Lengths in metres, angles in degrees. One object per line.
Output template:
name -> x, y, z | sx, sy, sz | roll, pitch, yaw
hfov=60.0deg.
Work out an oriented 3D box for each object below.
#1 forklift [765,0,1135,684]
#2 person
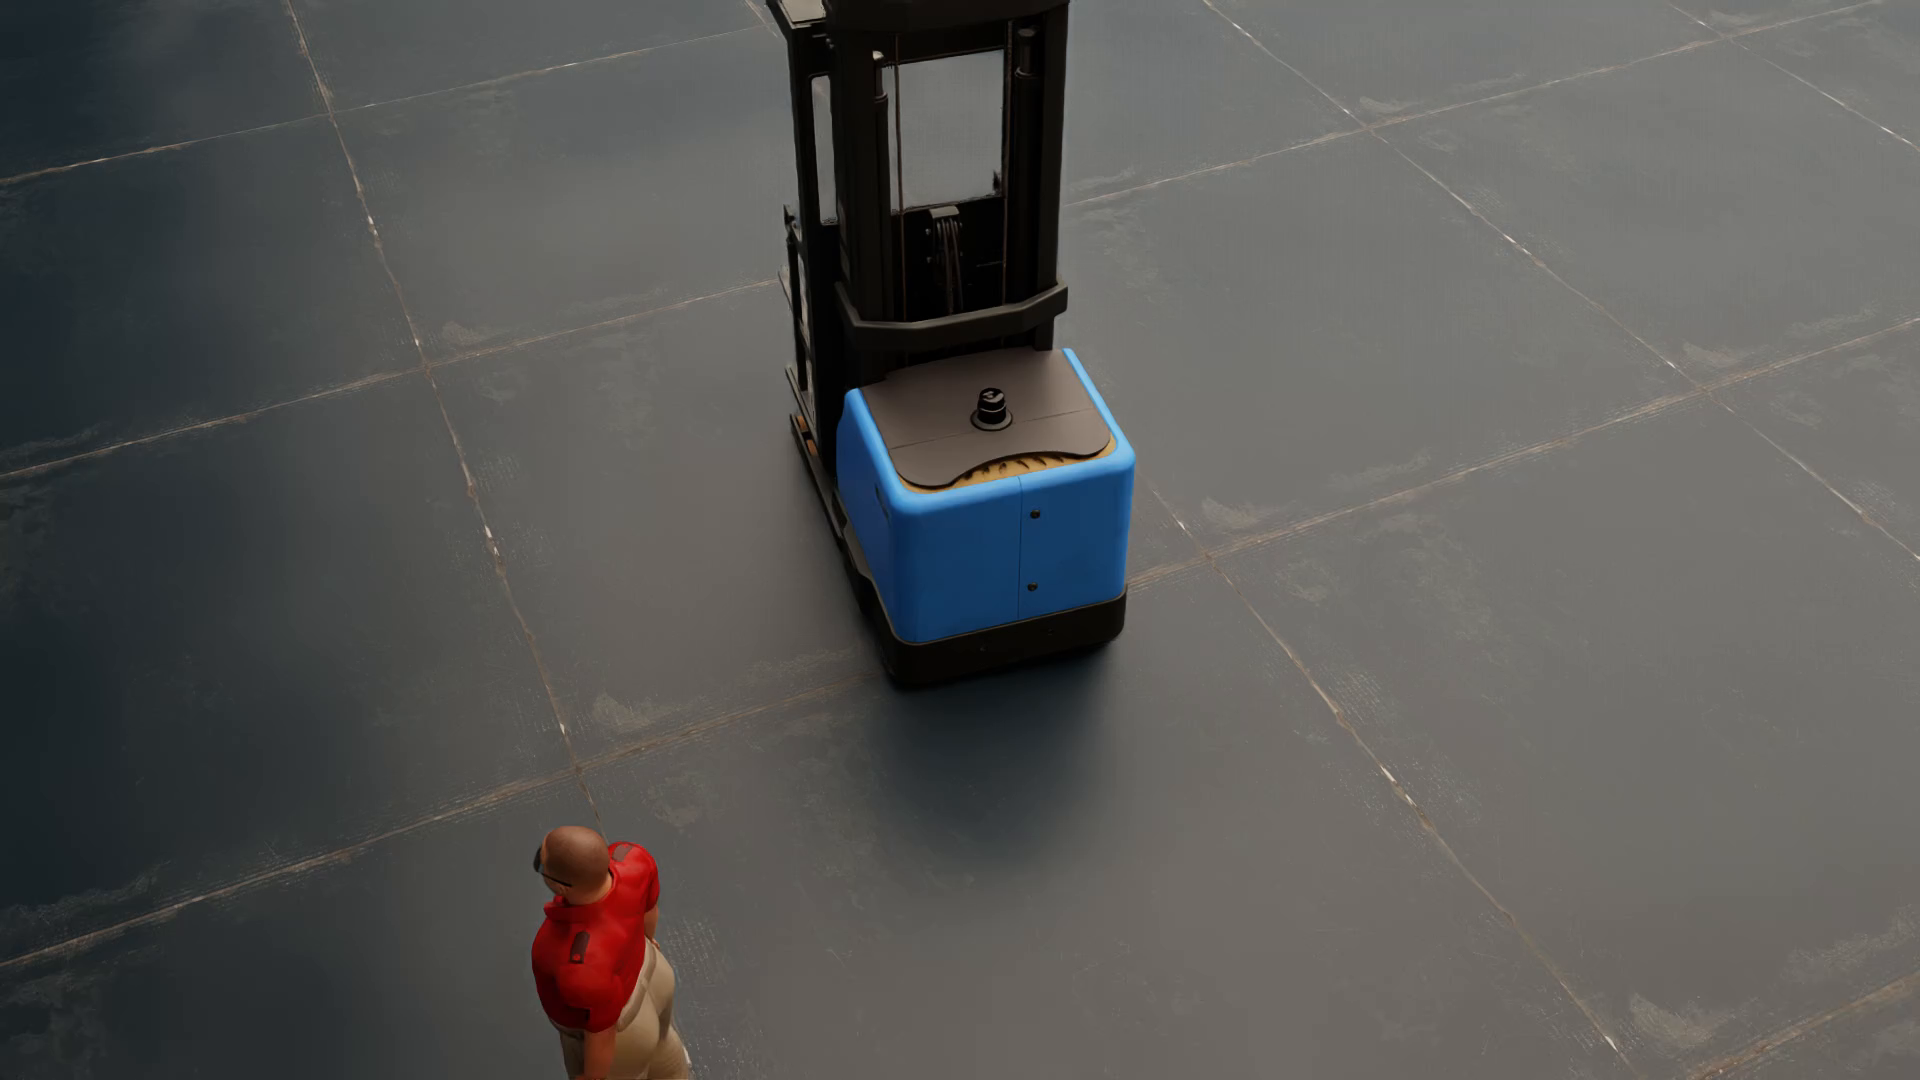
forklift -> -0.211, -1.481, 7.267 | 1.130, 2.935, 3.031 | -12, 44, -13
person -> -1.077, 1.414, 5.048 | 0.381, 1.731, 0.567 | 7, 43, 7
